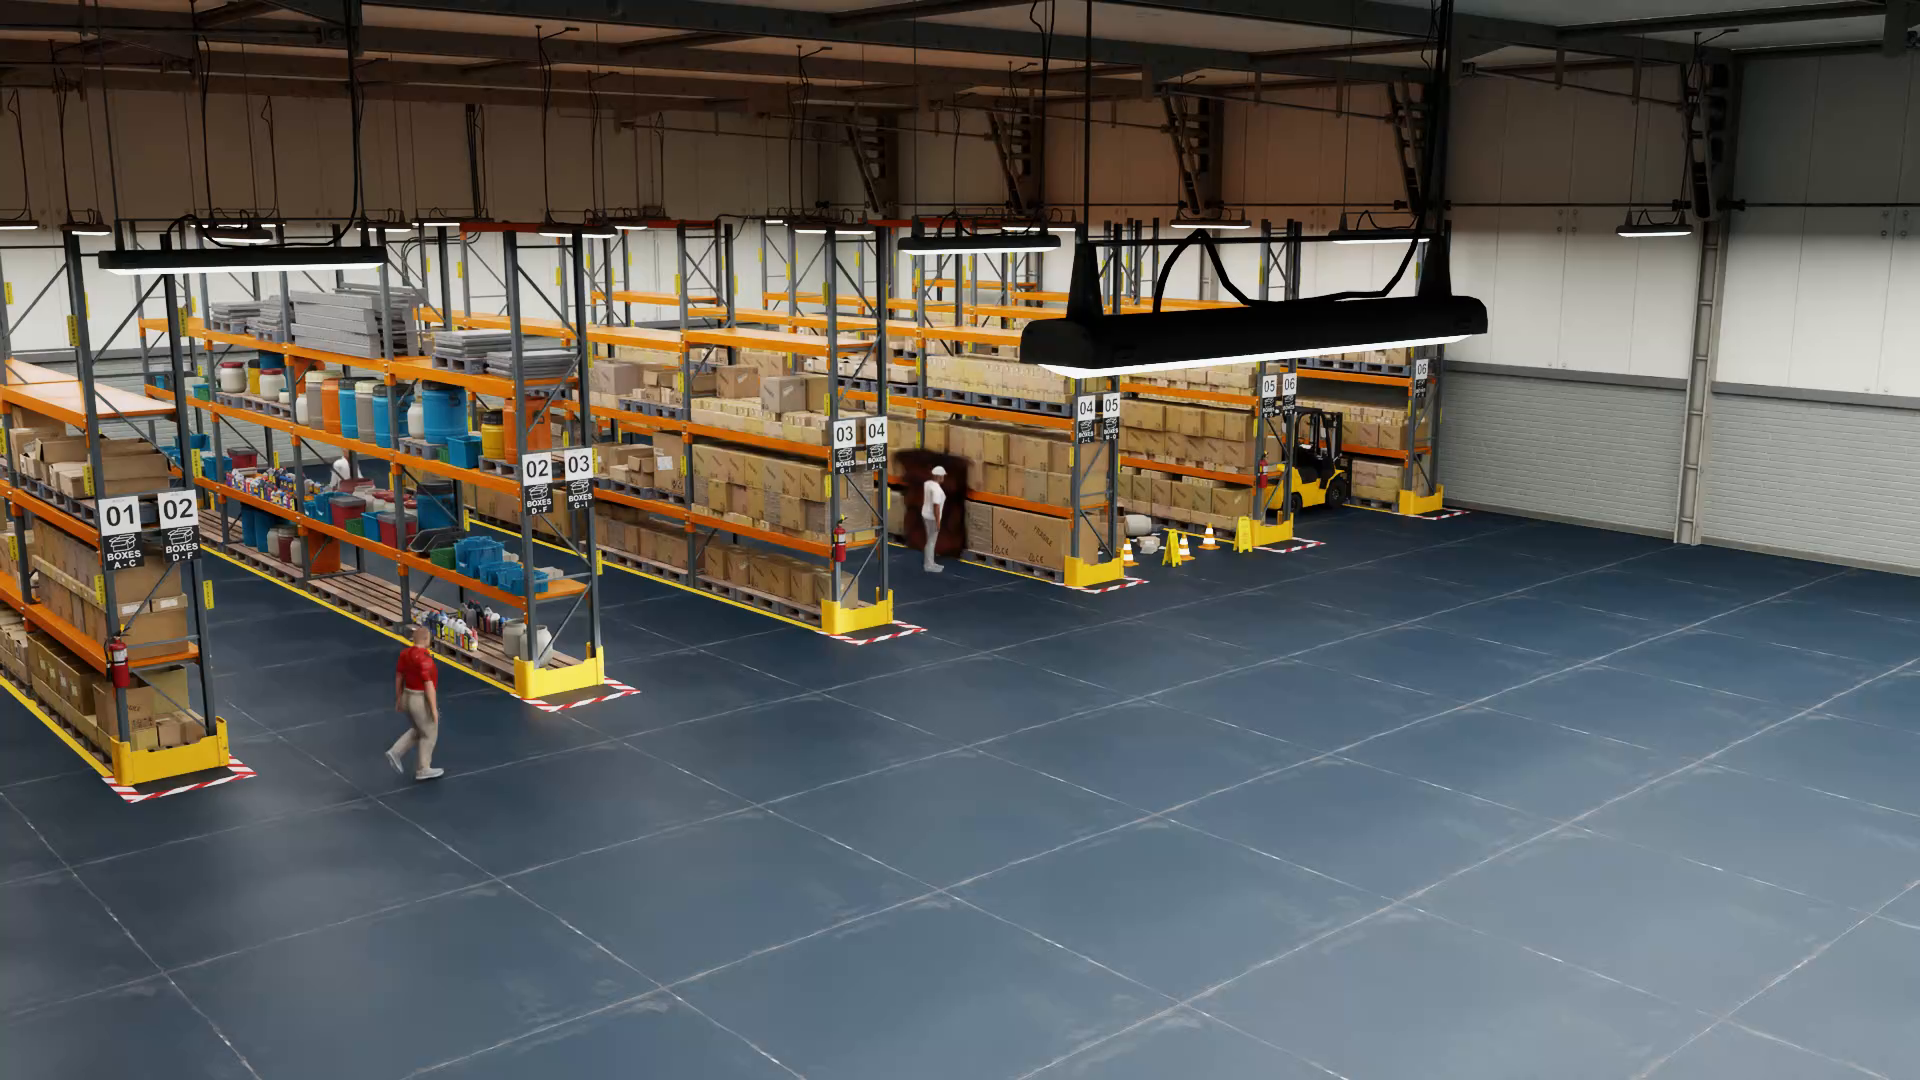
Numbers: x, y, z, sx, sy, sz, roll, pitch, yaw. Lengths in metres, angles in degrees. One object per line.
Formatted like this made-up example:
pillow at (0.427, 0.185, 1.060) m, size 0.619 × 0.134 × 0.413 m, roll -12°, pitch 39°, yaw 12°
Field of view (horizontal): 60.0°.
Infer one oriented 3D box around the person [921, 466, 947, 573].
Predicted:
person at (-0.417, -0.356, 27.680) m, size 0.446 × 1.774 × 0.602 m, roll -3°, pitch 12°, yaw -13°

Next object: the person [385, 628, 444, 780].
person at (-6.039, 1.825, 18.412) m, size 0.551 × 1.708 × 0.578 m, roll -11°, pitch 16°, yaw -44°

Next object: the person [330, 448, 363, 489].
person at (-11.825, -0.913, 32.230) m, size 1.128 × 1.620 × 0.703 m, roll 10°, pitch 15°, yaw 40°
